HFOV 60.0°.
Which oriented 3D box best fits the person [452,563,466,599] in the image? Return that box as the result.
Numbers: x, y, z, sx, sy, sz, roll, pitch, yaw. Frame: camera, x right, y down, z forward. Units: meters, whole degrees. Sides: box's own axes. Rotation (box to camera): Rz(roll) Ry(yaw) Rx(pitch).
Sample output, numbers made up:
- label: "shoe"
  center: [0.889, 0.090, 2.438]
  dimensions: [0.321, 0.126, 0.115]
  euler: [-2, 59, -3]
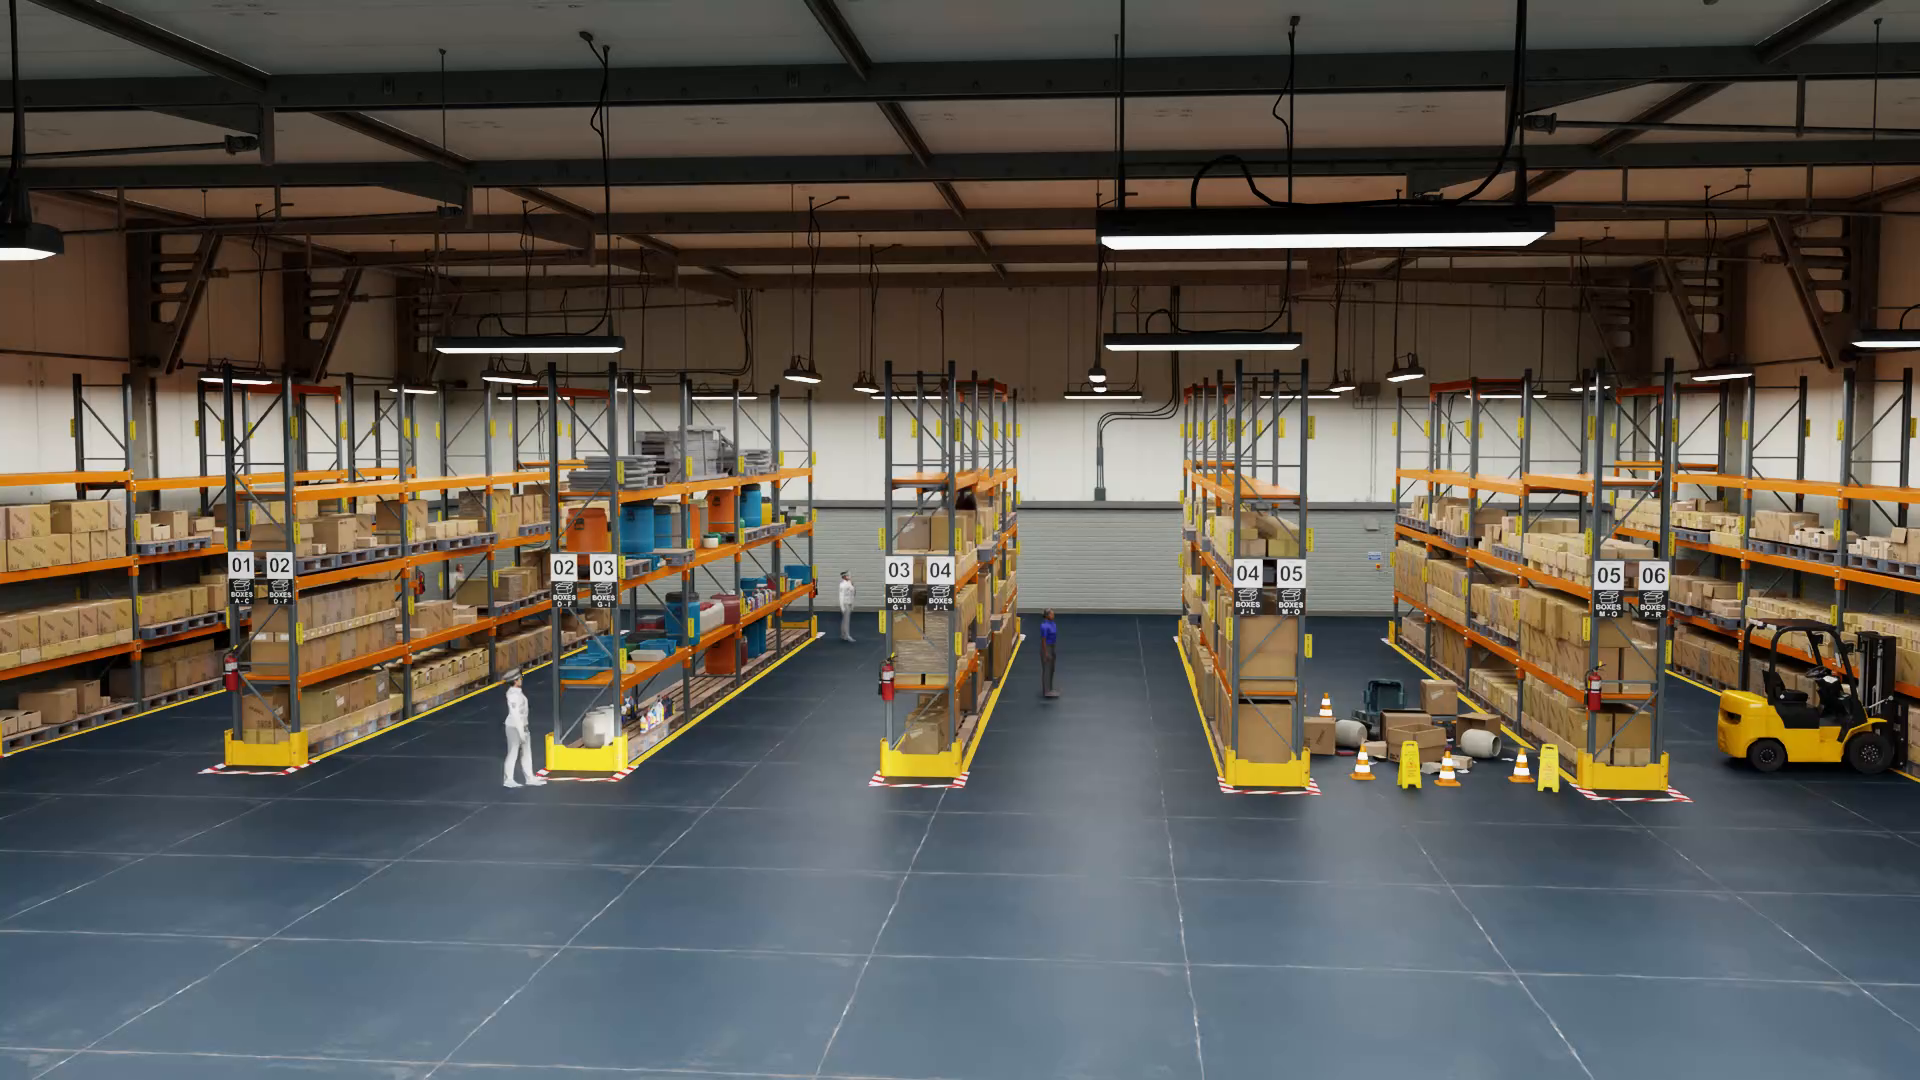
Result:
- label: "person"
  center: [-12.820, 1.381, 42.619]
  dimensions: [0.434, 1.596, 0.432]
  euler: [0, 4, 3]

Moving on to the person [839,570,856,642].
- label: "person"
  center: [-2.649, 1.558, 39.722]
  dimensions: [0.488, 1.710, 0.524]
  euler: [1, 4, 21]

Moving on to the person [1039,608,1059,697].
- label: "person"
  center: [1.719, 2.116, 31.375]
  dimensions: [0.406, 1.666, 0.501]
  euler: [2, 4, 25]

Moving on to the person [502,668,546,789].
- label: "person"
  center: [-6.132, 2.636, 23.303]
  dimensions: [0.558, 1.690, 0.505]
  euler: [0, 4, 4]
